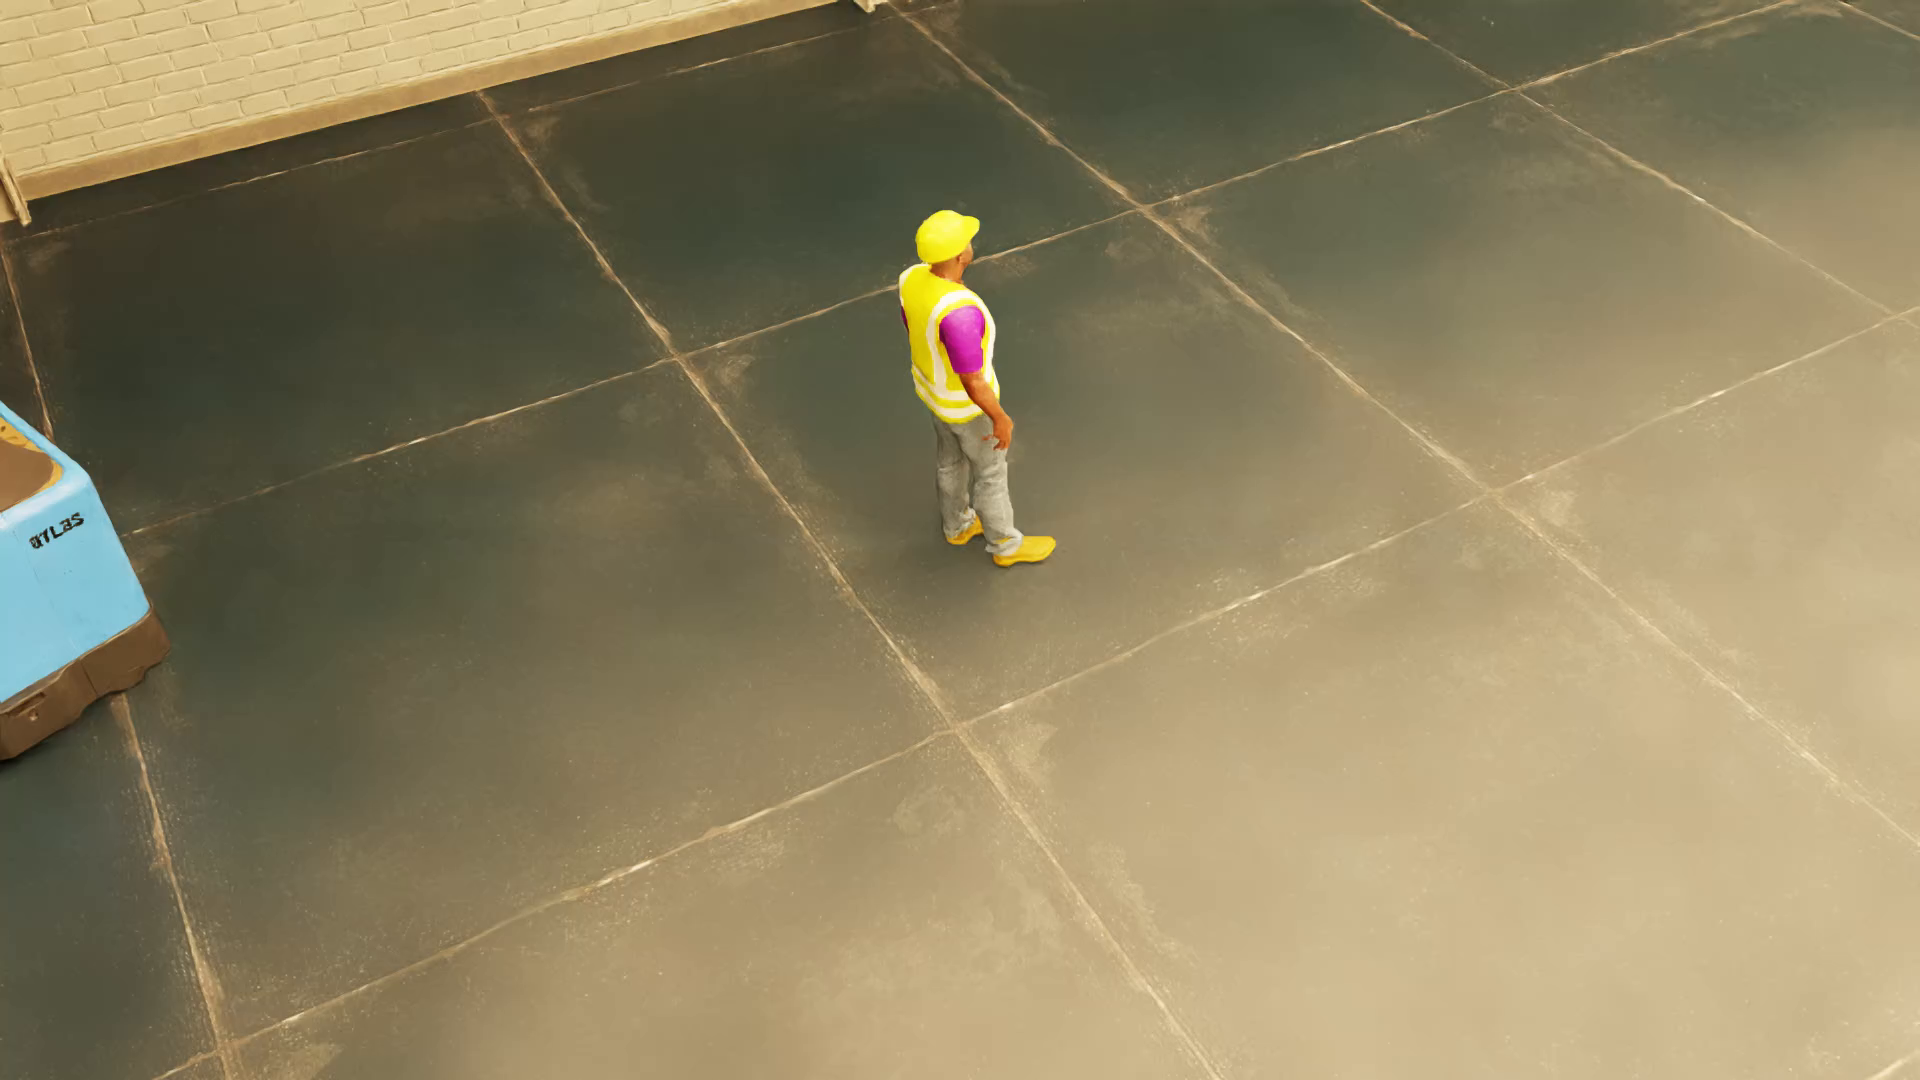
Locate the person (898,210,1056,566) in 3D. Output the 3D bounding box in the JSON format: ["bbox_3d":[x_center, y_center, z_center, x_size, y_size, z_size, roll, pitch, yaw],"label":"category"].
[{"bbox_3d":[0.063,-0.673,7.270,0.576,1.766,0.665,-21,47,-21],"label":"person"}]

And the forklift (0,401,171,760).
[{"bbox_3d":[-4.771,0.005,5.692,1.130,2.935,3.031,30,50,28],"label":"forklift"}]
